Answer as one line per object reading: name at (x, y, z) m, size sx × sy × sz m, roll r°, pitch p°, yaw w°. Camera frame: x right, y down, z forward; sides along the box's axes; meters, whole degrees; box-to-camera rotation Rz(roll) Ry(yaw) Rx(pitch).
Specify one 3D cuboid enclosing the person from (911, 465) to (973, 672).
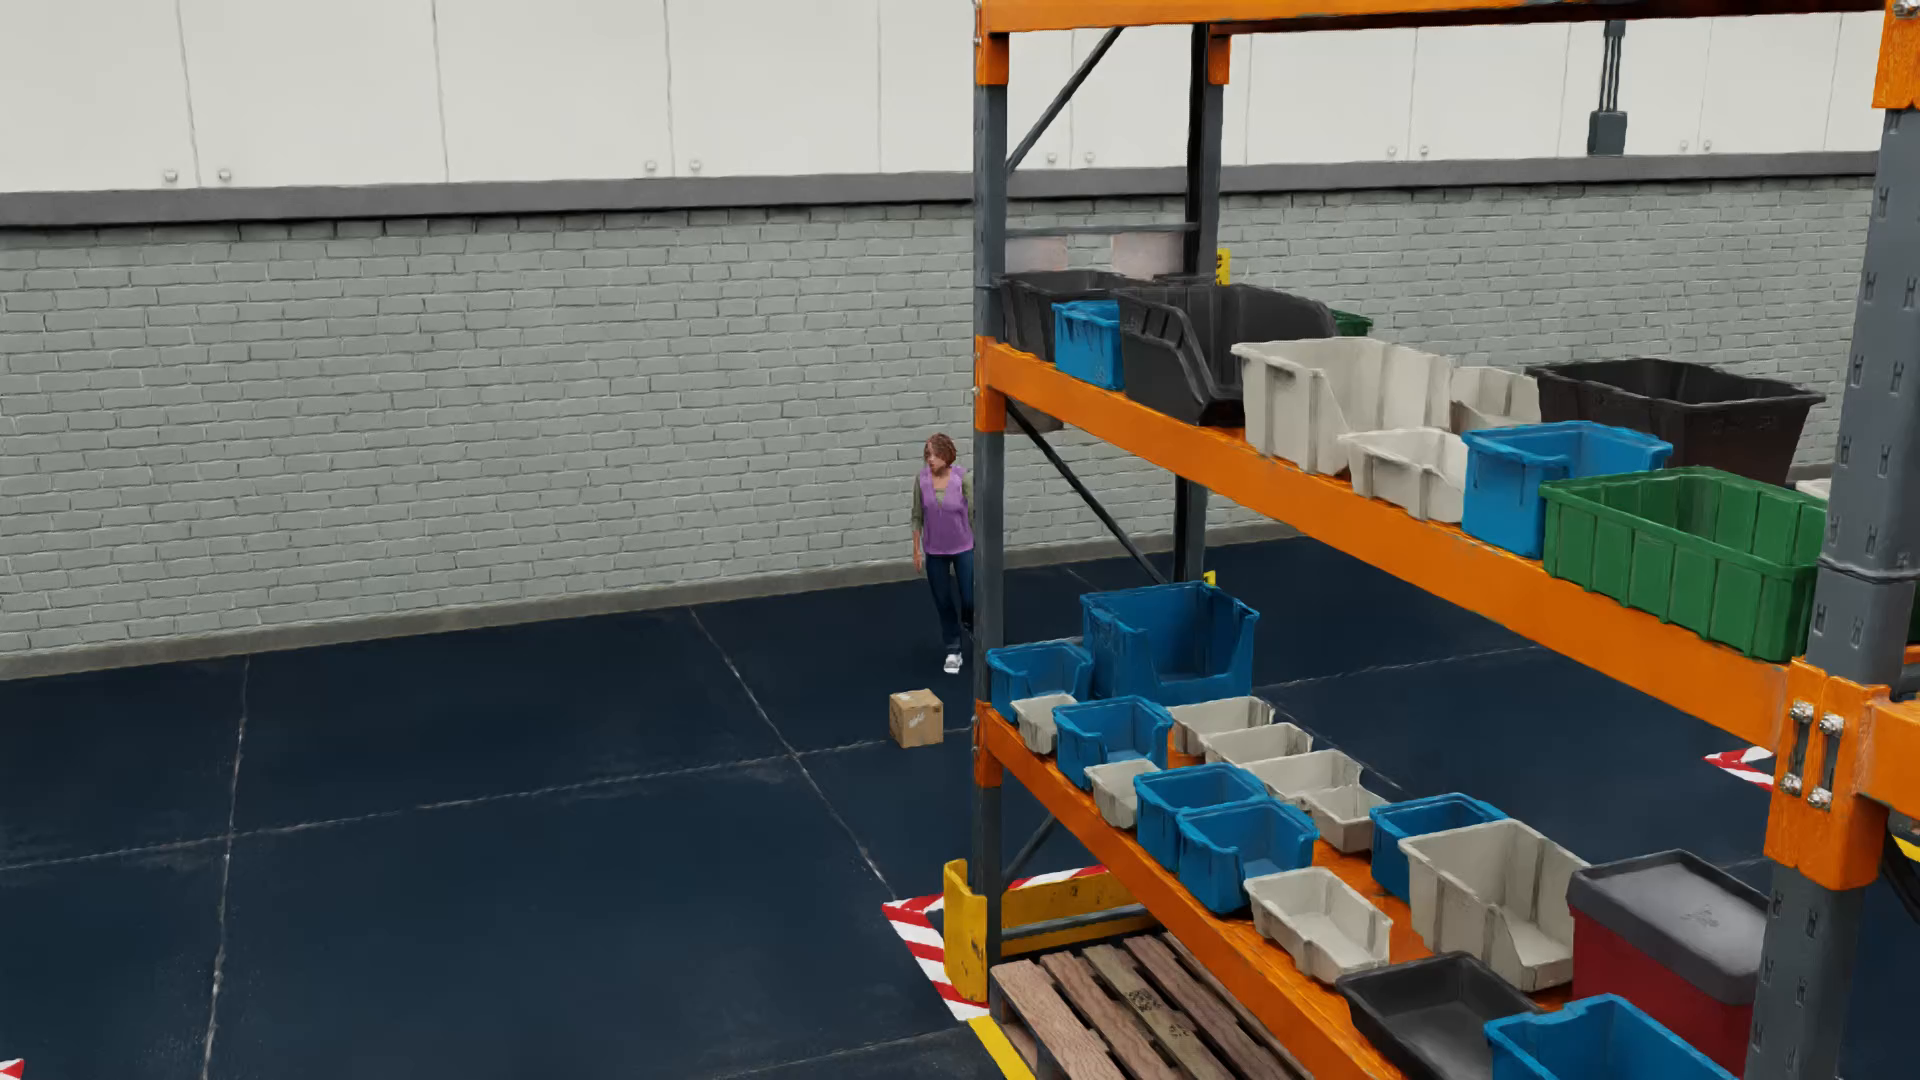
person at (-4.225, 0.251, 7.193) m, size 7.105 × 3.169 × 9.048 m, roll 3°, pitch 16°, yaw 12°
